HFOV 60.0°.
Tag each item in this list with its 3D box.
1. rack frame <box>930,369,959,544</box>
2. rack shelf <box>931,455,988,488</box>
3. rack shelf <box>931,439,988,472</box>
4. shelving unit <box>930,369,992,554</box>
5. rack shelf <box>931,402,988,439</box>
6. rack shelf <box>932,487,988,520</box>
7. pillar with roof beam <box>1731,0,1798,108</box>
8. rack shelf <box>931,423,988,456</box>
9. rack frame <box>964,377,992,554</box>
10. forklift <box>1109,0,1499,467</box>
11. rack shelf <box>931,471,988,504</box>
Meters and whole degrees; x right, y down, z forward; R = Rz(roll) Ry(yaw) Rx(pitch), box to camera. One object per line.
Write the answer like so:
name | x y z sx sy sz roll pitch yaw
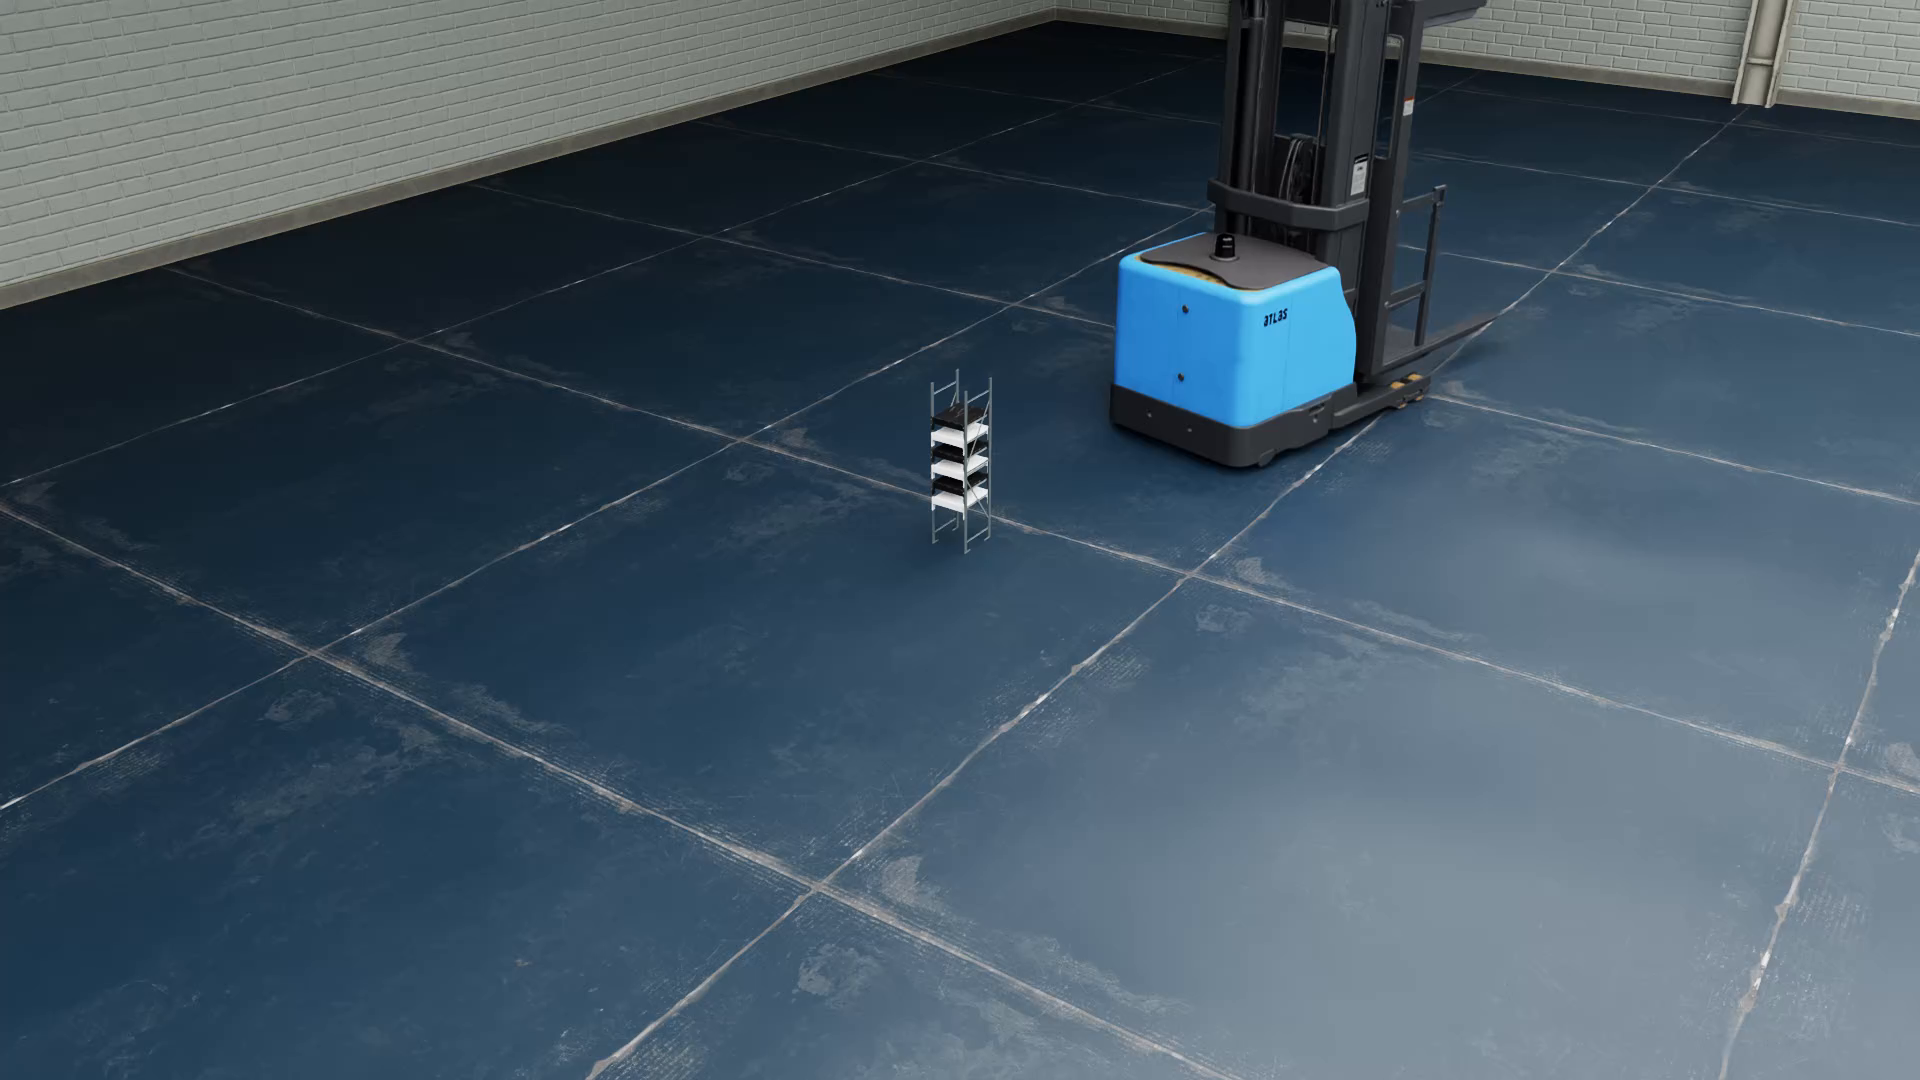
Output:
rack frame | -0.077 -0.425 8.593 0.006 0.900 0.240 17 32 30
rack shelf | 0.007 -0.369 8.557 0.200 0.077 0.258 17 32 30
rack shelf | 0.007 -0.449 8.516 0.200 0.077 0.258 17 32 30
shelving unit | 0.007 -0.399 8.542 0.210 0.900 0.258 17 32 30
rack shelf | 0.007 -0.610 8.434 0.200 0.077 0.258 17 32 30
rack shelf | 0.007 -0.209 8.639 0.200 0.077 0.258 17 32 30
pillar with roof beam | 6.191 -7.153 12.884 0.400 9.000 9.100 17 32 30
rack shelf | 0.007 -0.530 8.475 0.200 0.077 0.258 17 32 30
rack frame | 0.090 -0.373 8.490 0.006 0.900 0.240 17 32 30
forklift | 2.321 -2.276 9.991 3.031 2.935 1.130 -23 35 -38
rack shelf | 0.007 -0.289 8.598 0.200 0.077 0.258 17 32 30
